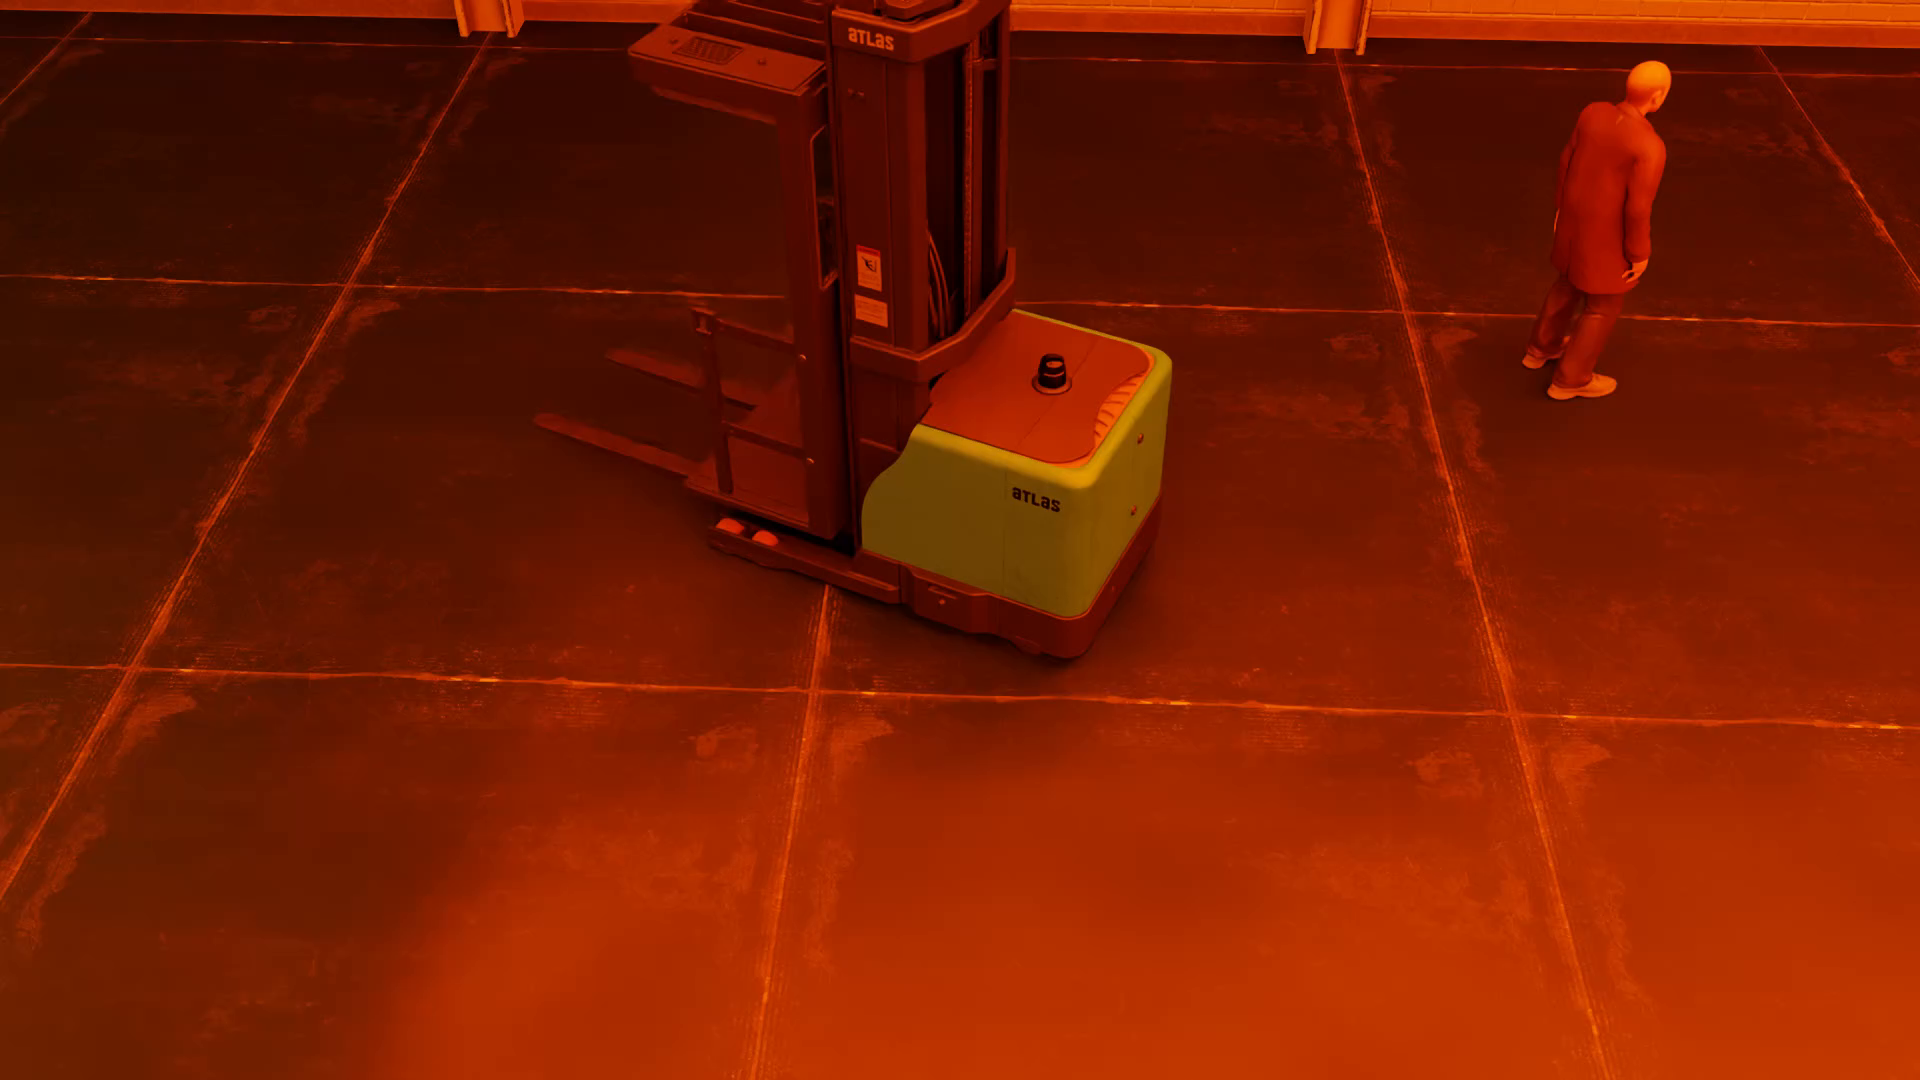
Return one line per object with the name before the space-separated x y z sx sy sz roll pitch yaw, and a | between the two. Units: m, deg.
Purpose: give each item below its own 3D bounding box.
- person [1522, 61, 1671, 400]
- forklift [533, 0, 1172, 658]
person | 3.204 -1.539 8.292 0.447 1.776 0.647 -15 45 -16
forklift | -0.615 -1.259 7.121 3.031 2.935 1.130 18 46 19
